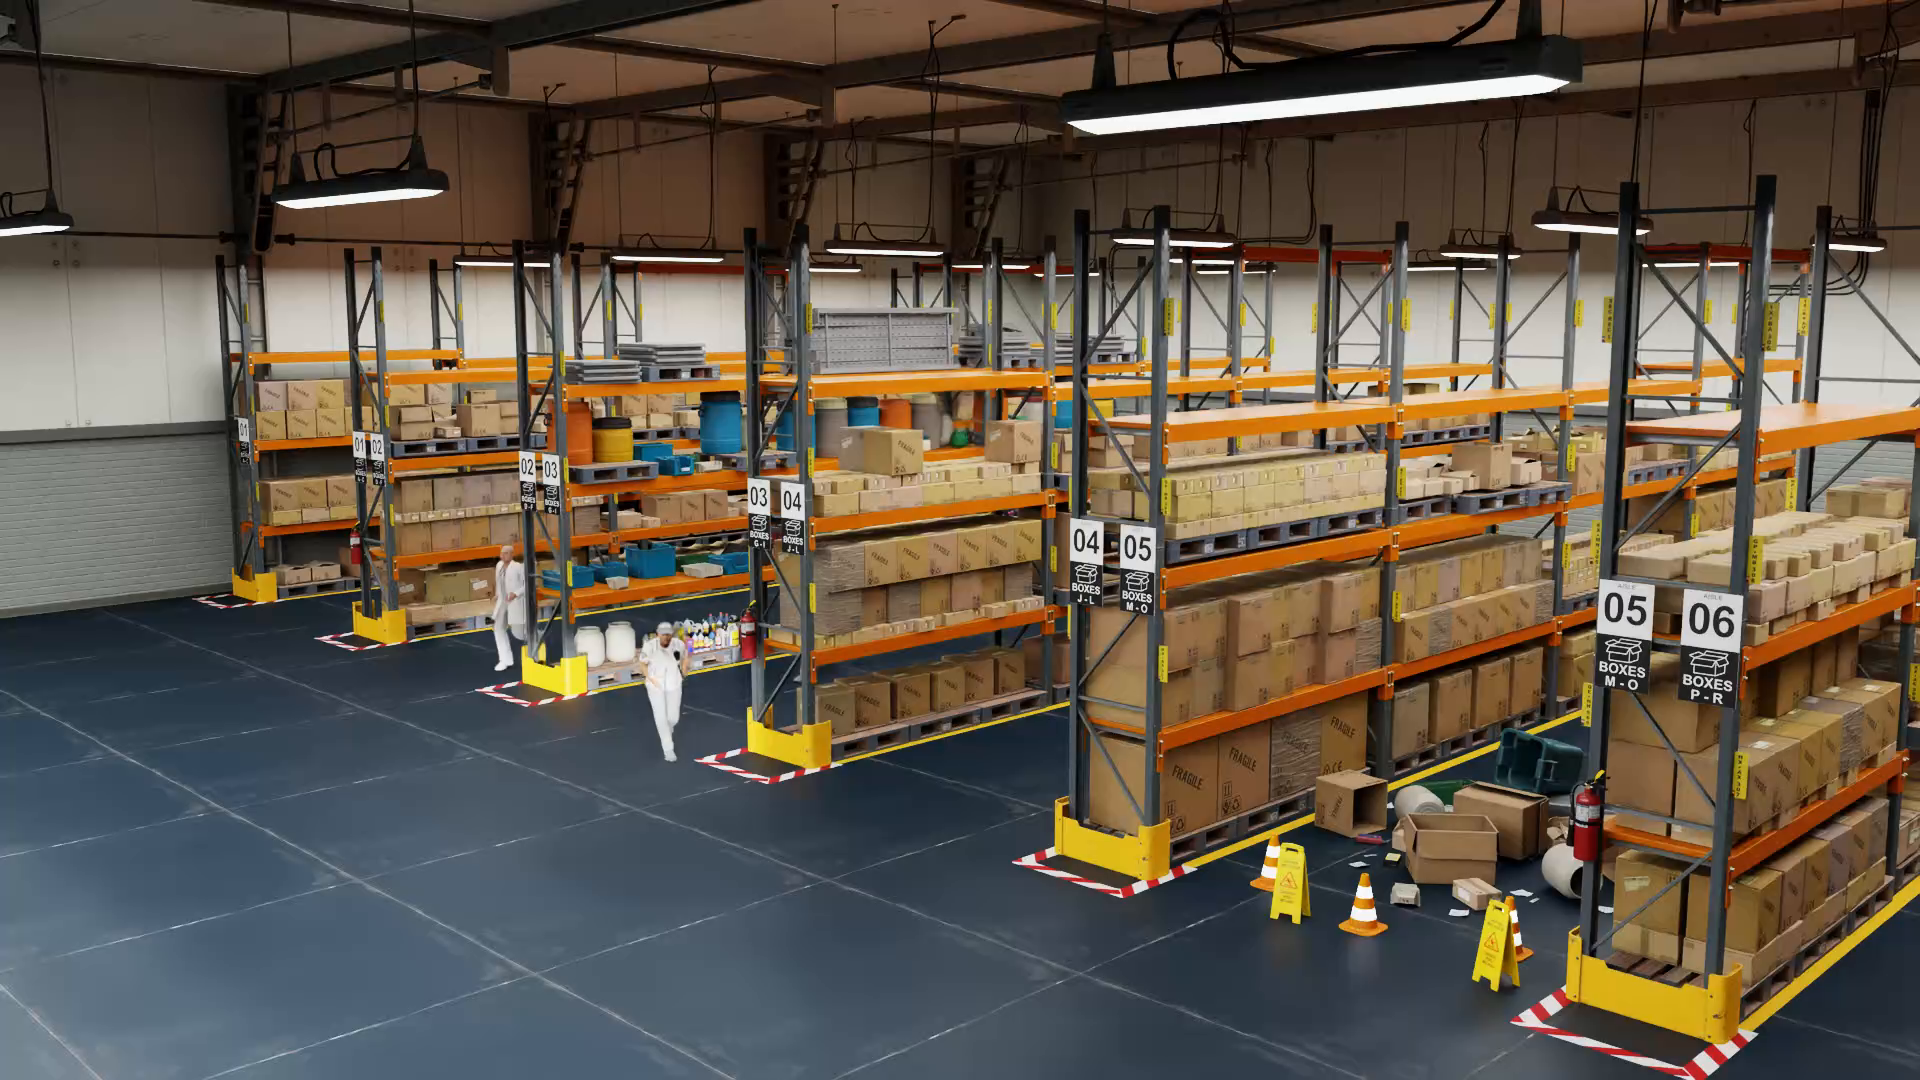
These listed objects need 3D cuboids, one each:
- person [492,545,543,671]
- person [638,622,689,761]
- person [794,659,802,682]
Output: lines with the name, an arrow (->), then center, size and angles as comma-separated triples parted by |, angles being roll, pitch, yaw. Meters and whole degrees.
person -> -6.391, 0.933, 23.866 | 0.692, 1.763, 0.953 | 3, 9, 23
person -> -3.403, 1.693, 19.128 | 0.579, 1.615, 0.826 | -2, 8, -13
person -> -2.131, 1.092, 22.866 | 0.717, 1.717, 0.591 | 5, 9, 30
